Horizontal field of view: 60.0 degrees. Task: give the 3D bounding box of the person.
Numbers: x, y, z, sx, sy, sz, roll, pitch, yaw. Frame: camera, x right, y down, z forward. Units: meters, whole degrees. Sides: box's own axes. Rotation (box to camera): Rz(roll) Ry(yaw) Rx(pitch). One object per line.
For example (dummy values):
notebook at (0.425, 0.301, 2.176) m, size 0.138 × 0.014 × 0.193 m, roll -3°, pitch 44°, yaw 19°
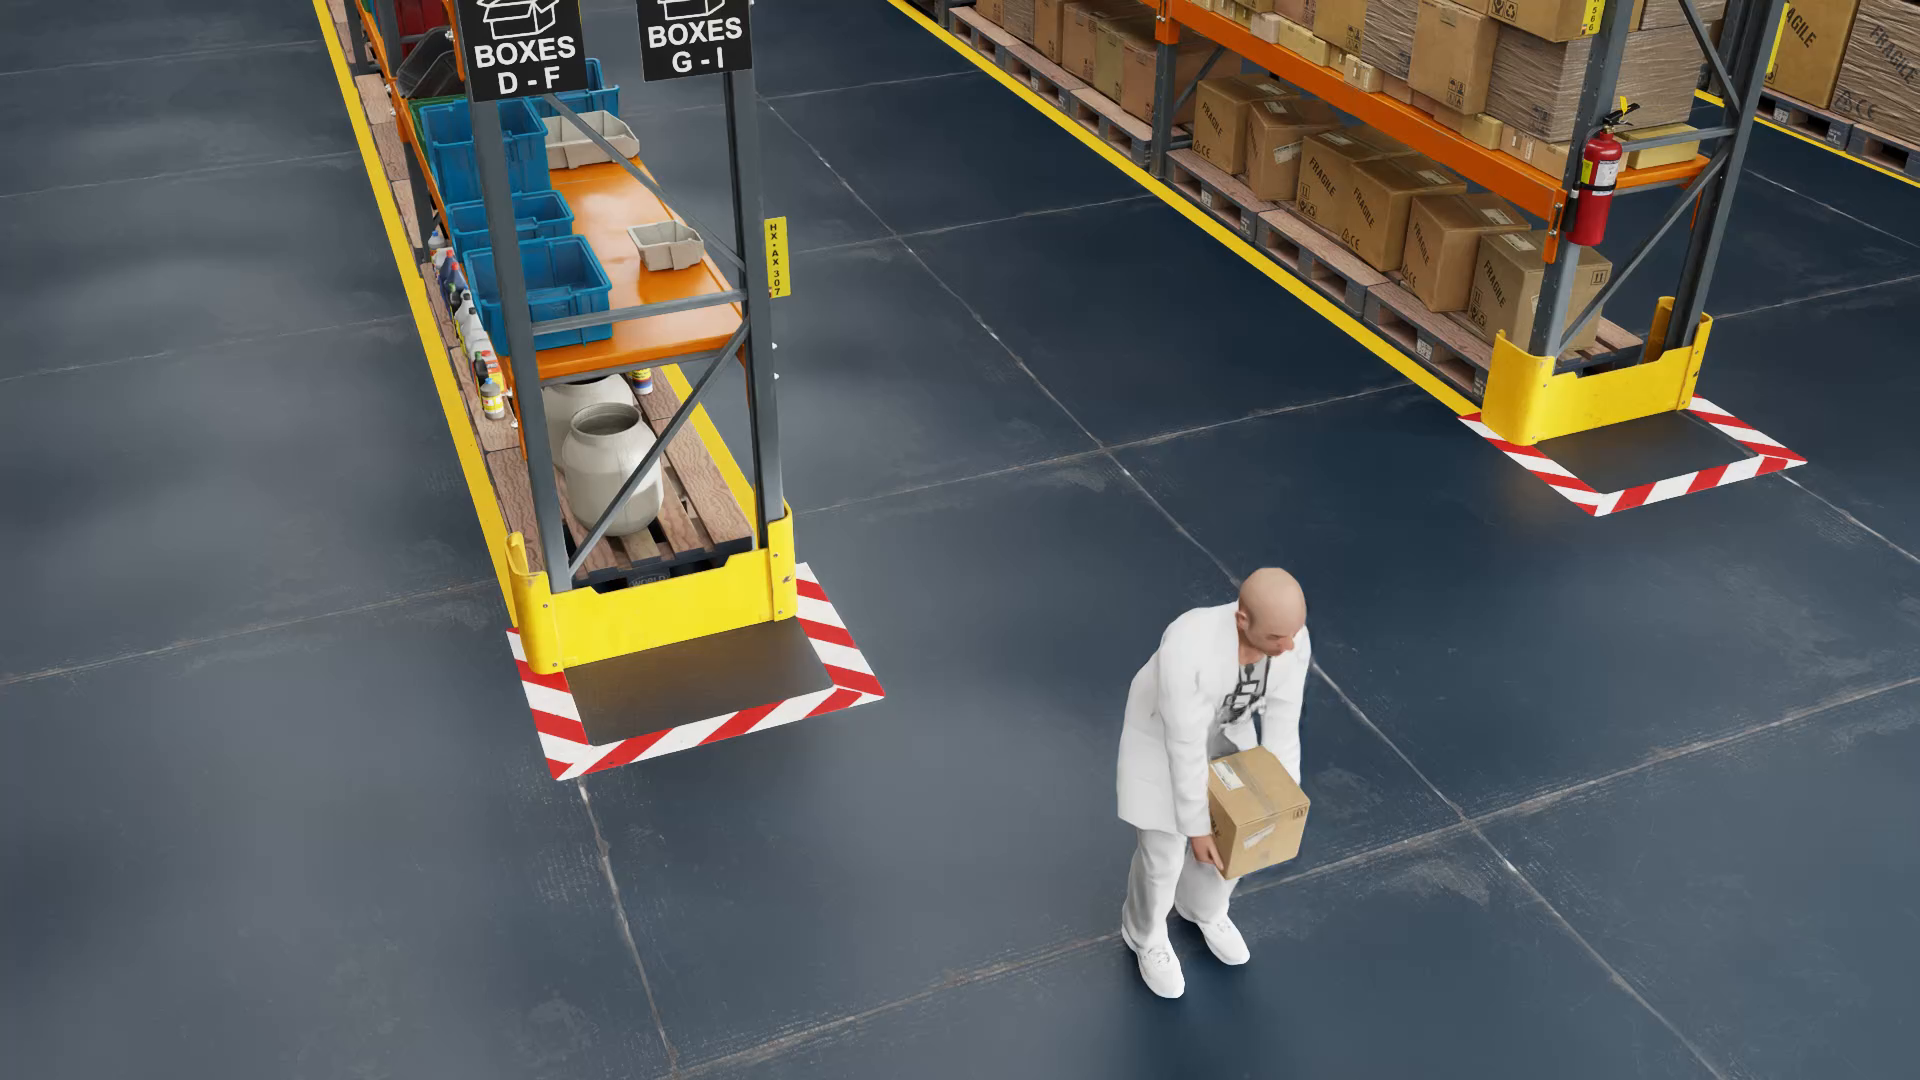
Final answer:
person at (0.773, 0.714, 5.143) m, size 0.540 × 1.689 × 0.633 m, roll -14°, pitch 35°, yaw -20°
